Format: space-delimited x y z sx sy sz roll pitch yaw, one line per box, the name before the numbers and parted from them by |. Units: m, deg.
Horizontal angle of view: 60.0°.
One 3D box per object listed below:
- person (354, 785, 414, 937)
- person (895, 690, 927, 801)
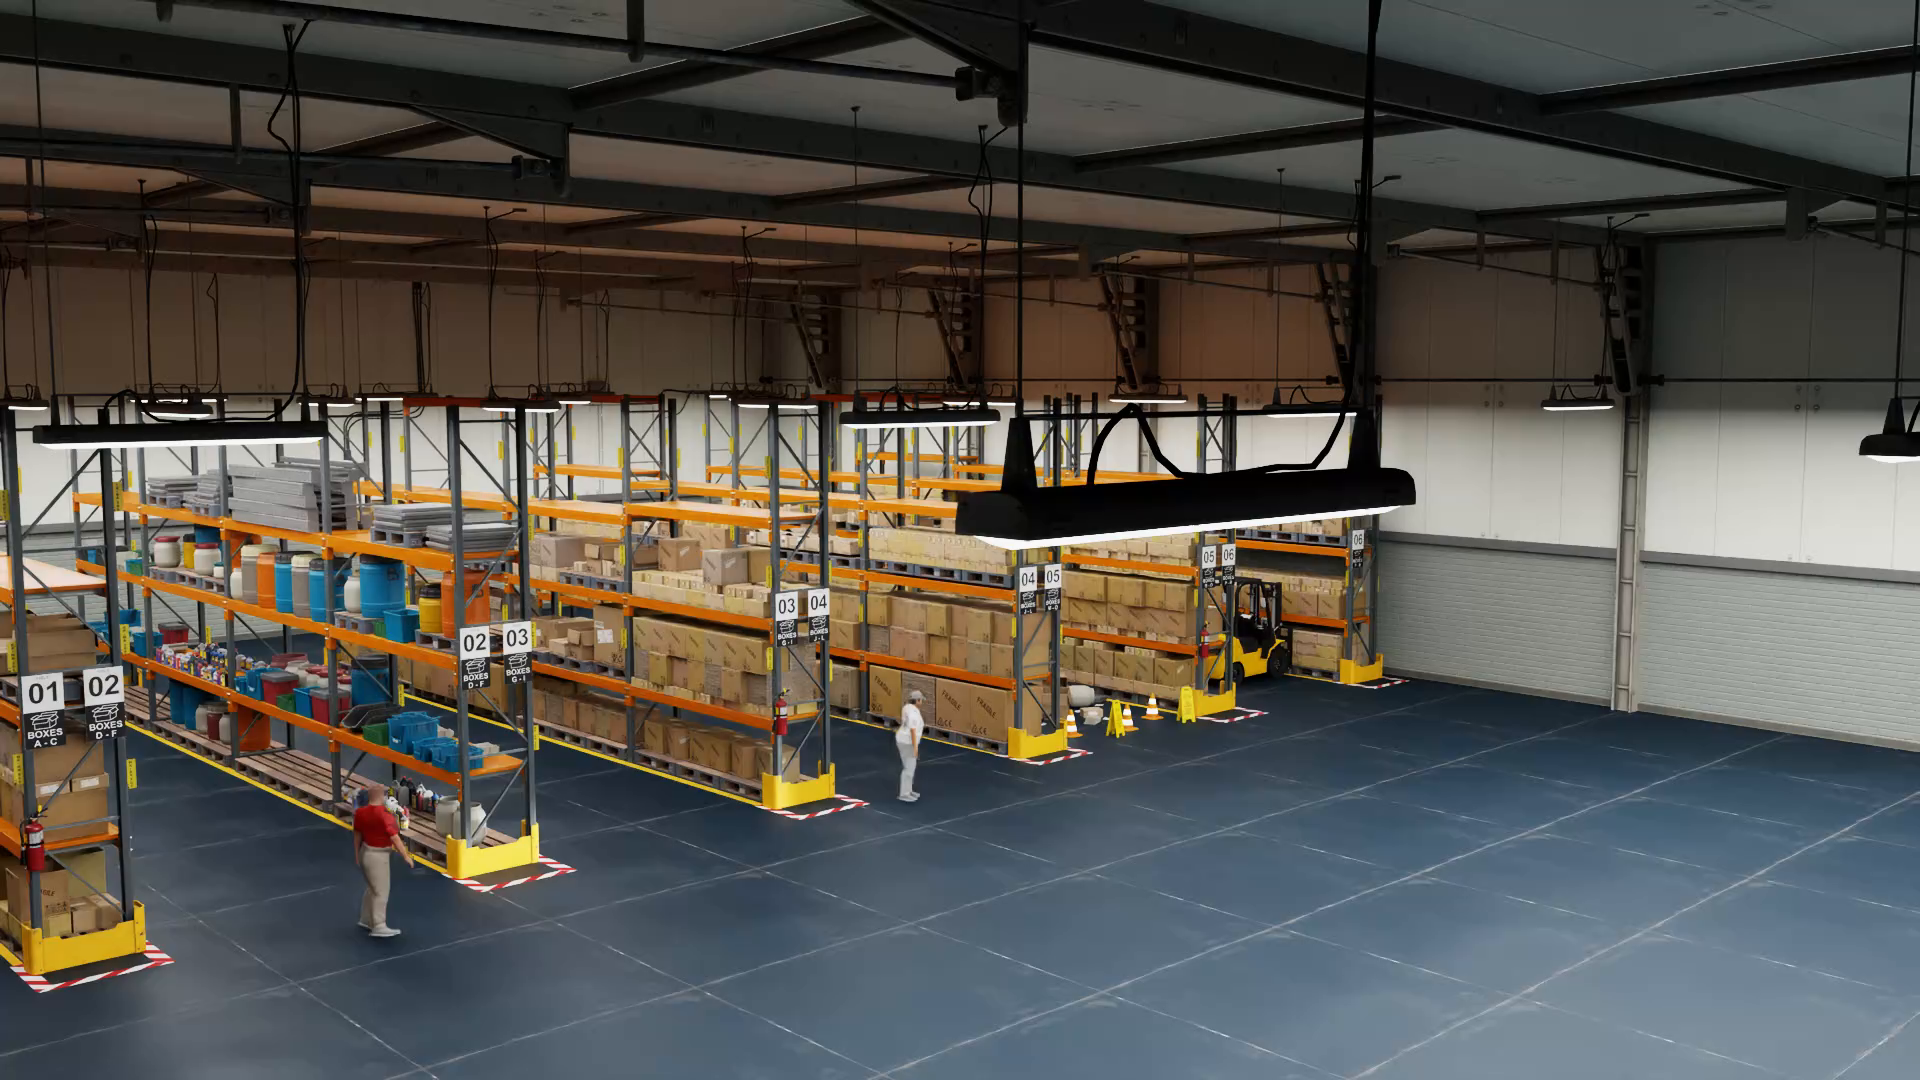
person | -6.596 3.653 19.002 0.561 1.769 0.665 -4 7 -35
person | -0.732 3.093 25.082 0.477 1.675 0.514 -1 6 -11
